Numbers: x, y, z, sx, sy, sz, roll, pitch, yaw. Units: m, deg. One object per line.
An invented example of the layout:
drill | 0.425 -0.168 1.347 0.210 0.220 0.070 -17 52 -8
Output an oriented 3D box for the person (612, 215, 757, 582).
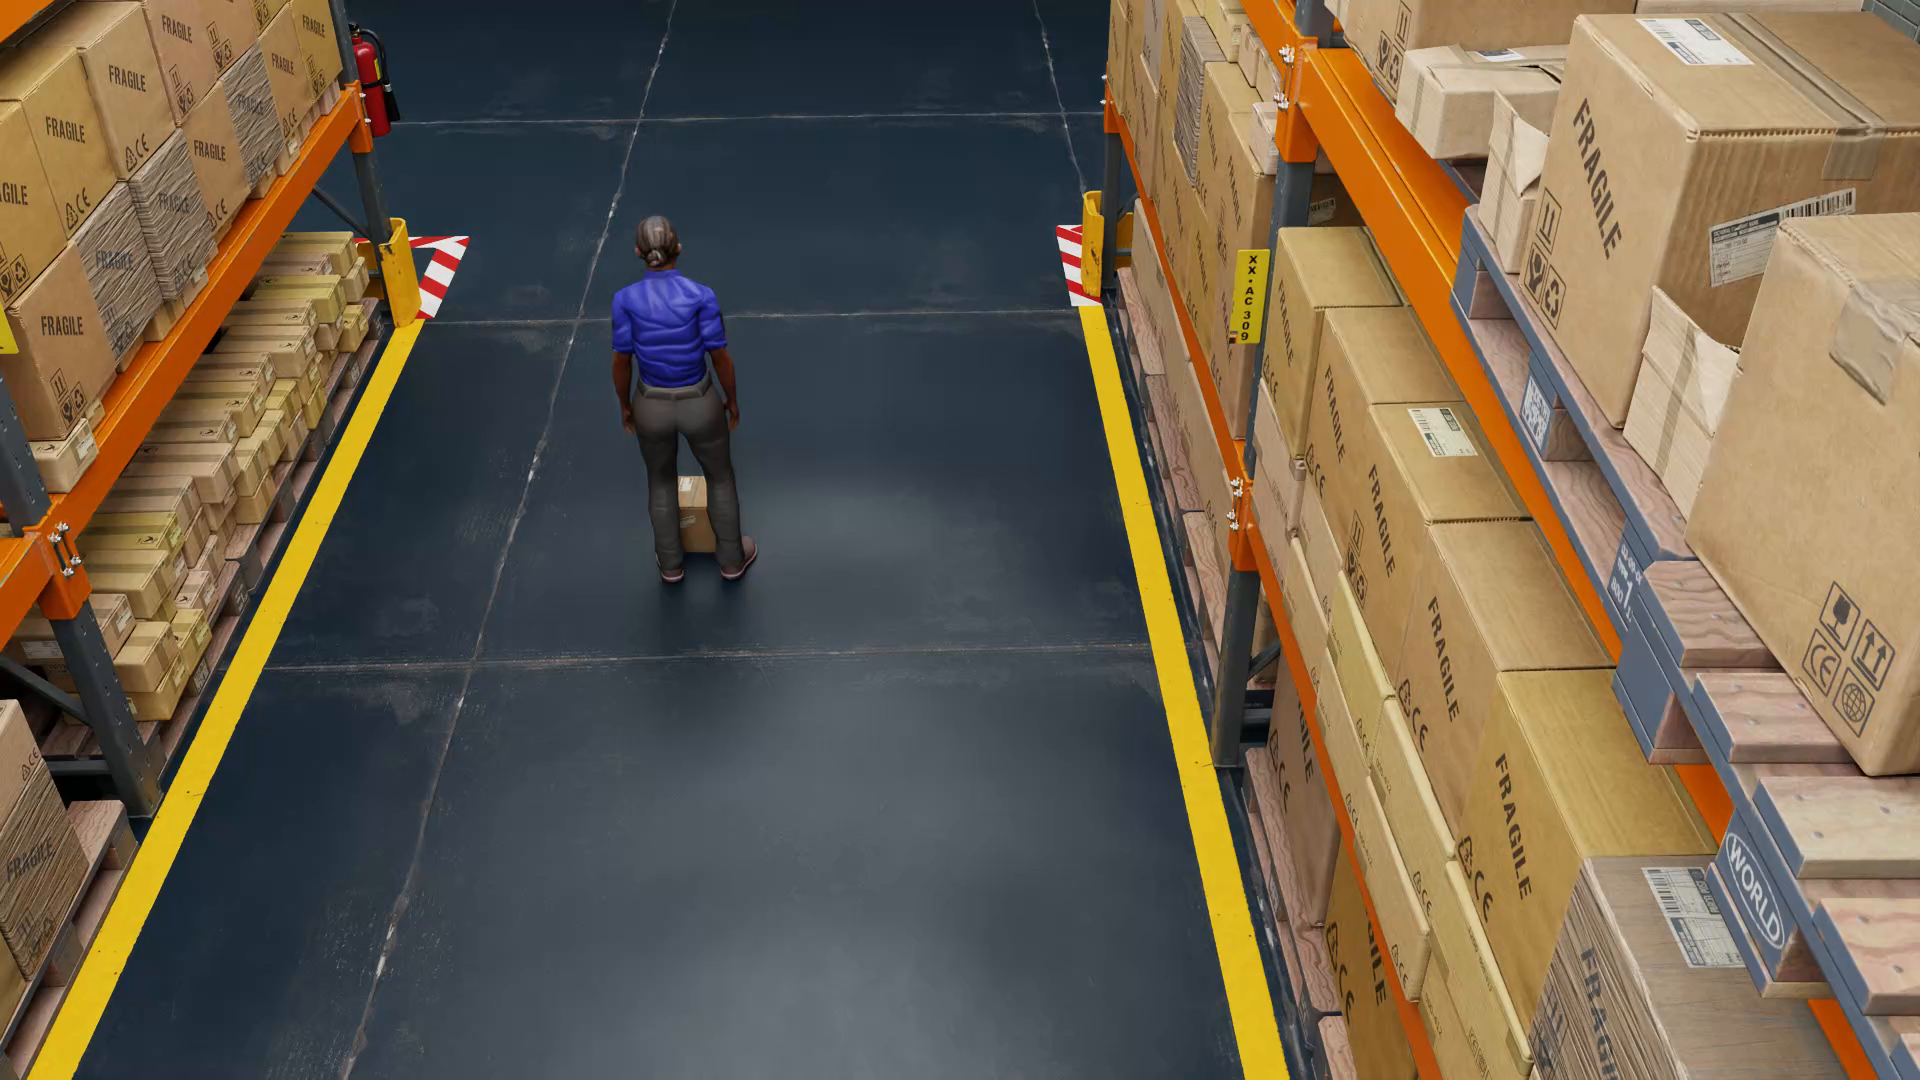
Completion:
person | -1.163 -0.554 6.928 0.512 1.654 0.352 -2 35 -3
